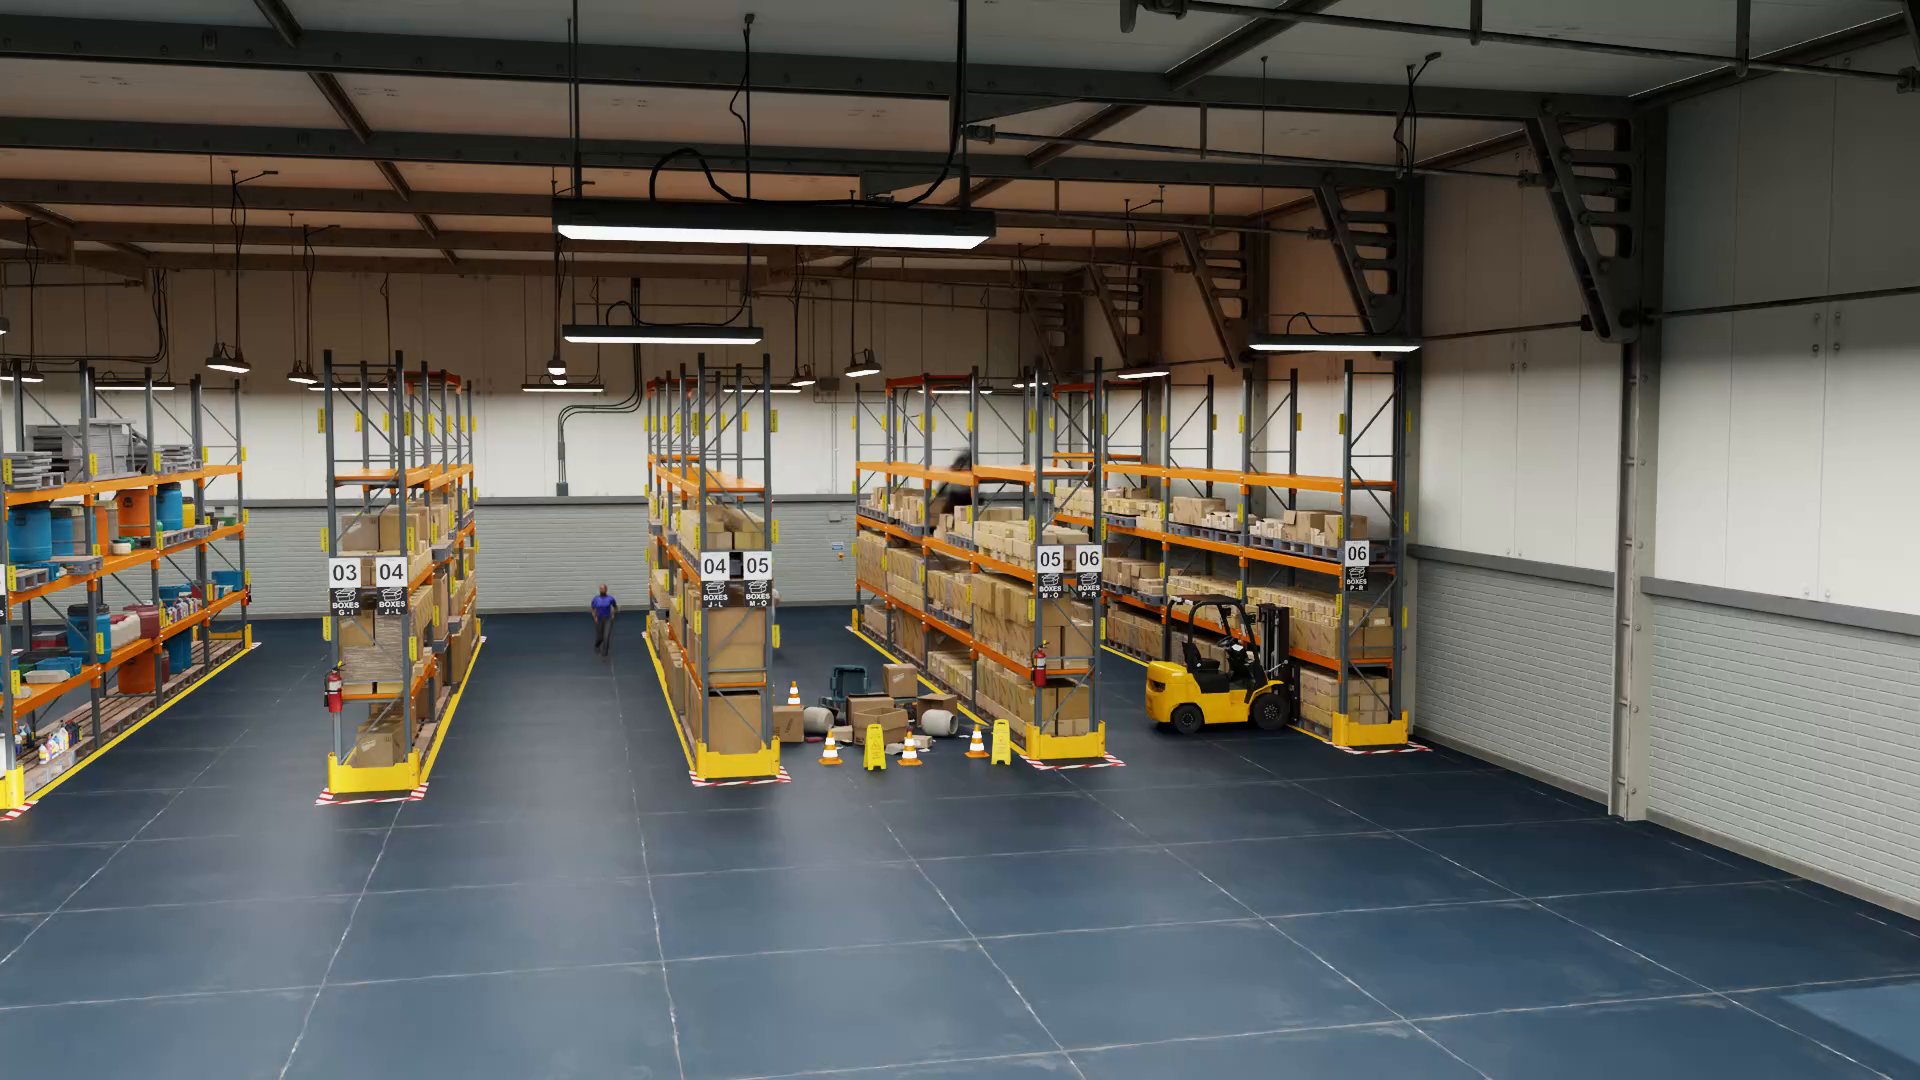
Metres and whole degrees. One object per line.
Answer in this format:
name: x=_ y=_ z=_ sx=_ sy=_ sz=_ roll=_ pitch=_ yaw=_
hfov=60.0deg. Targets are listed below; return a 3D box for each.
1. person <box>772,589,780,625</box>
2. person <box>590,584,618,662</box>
person: x=-4.243 y=1.633 z=36.742 sx=0.556 sy=1.624 sz=0.566 roll=-2 pitch=4 yaw=-22
person: x=-7.557 y=1.747 z=35.358 sx=0.581 sy=1.638 sz=0.658 roll=-1 pitch=4 yaw=-13
